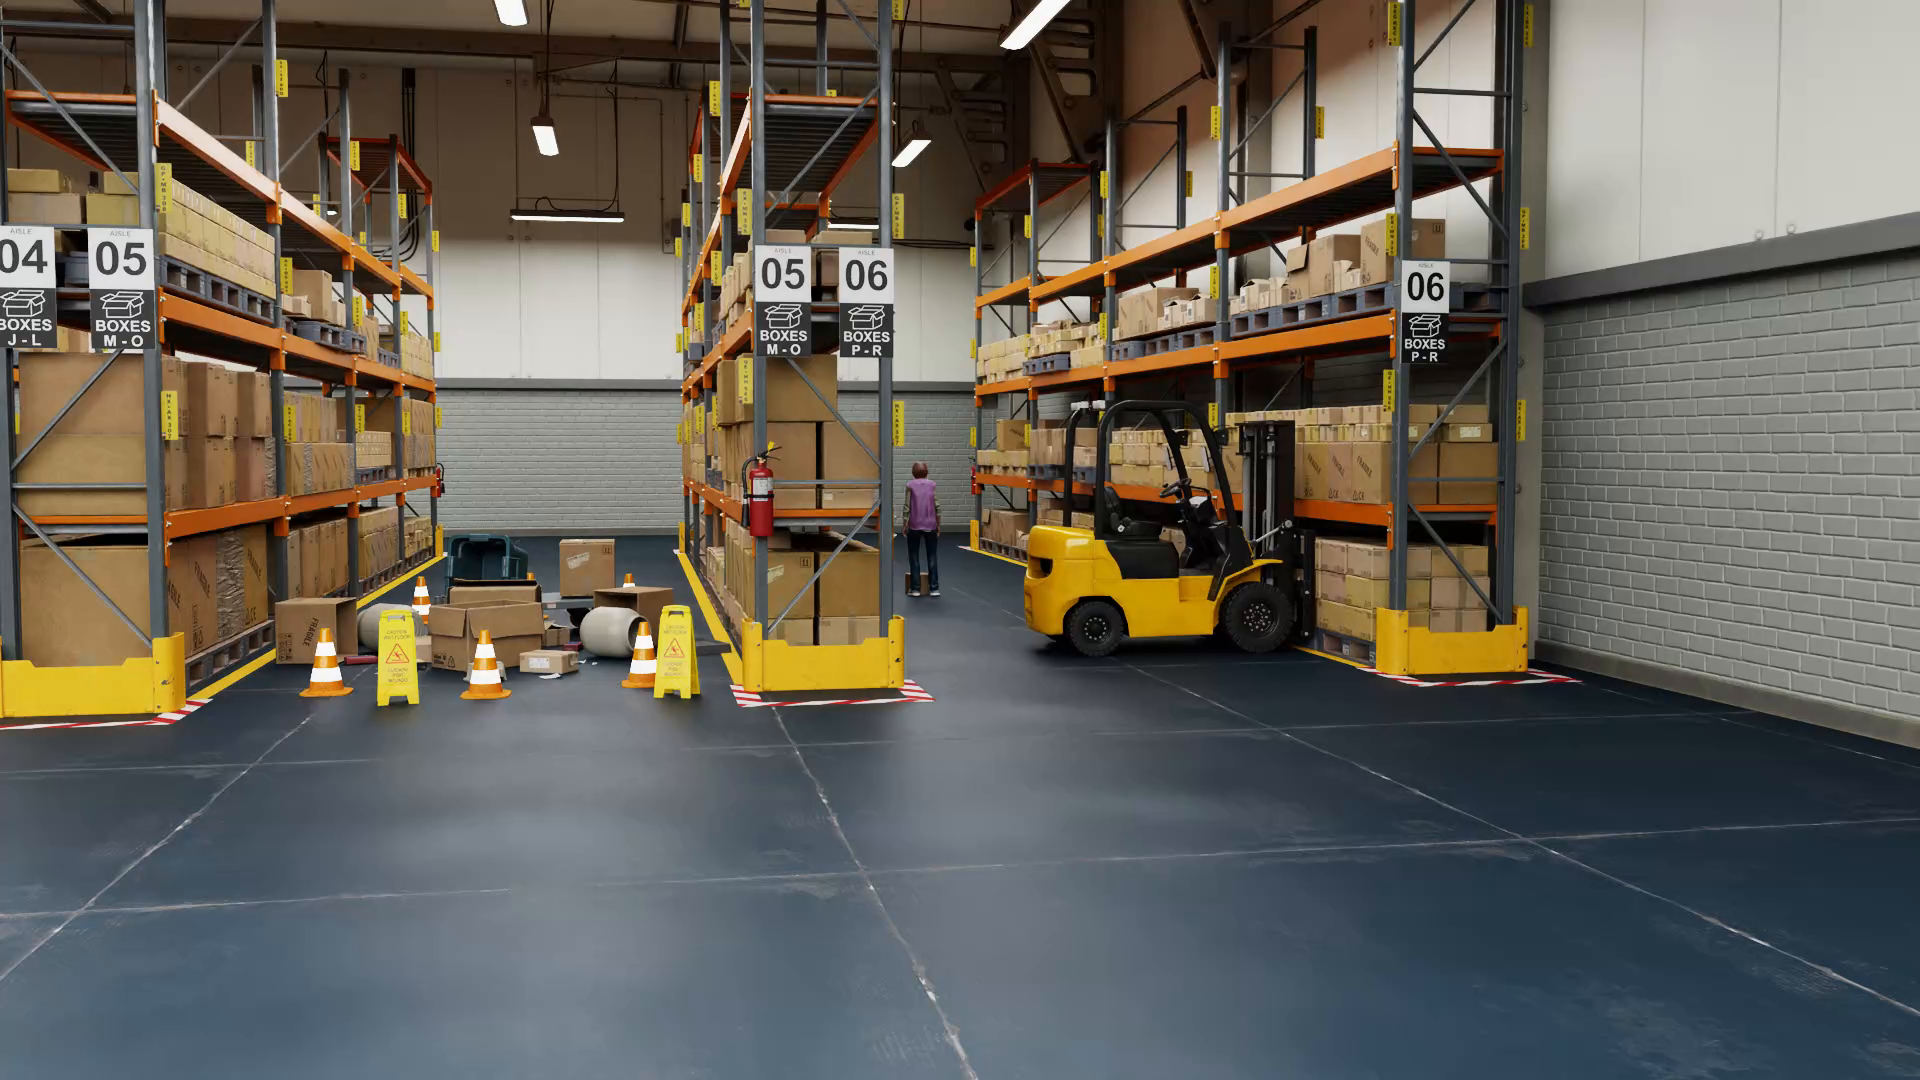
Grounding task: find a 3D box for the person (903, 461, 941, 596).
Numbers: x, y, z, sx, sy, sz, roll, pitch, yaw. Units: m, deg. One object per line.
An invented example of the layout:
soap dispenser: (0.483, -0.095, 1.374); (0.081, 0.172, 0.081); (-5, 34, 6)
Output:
person: (-0.451, -0.131, 19.609); (0.461, 1.593, 0.365); (-1, 3, -11)
